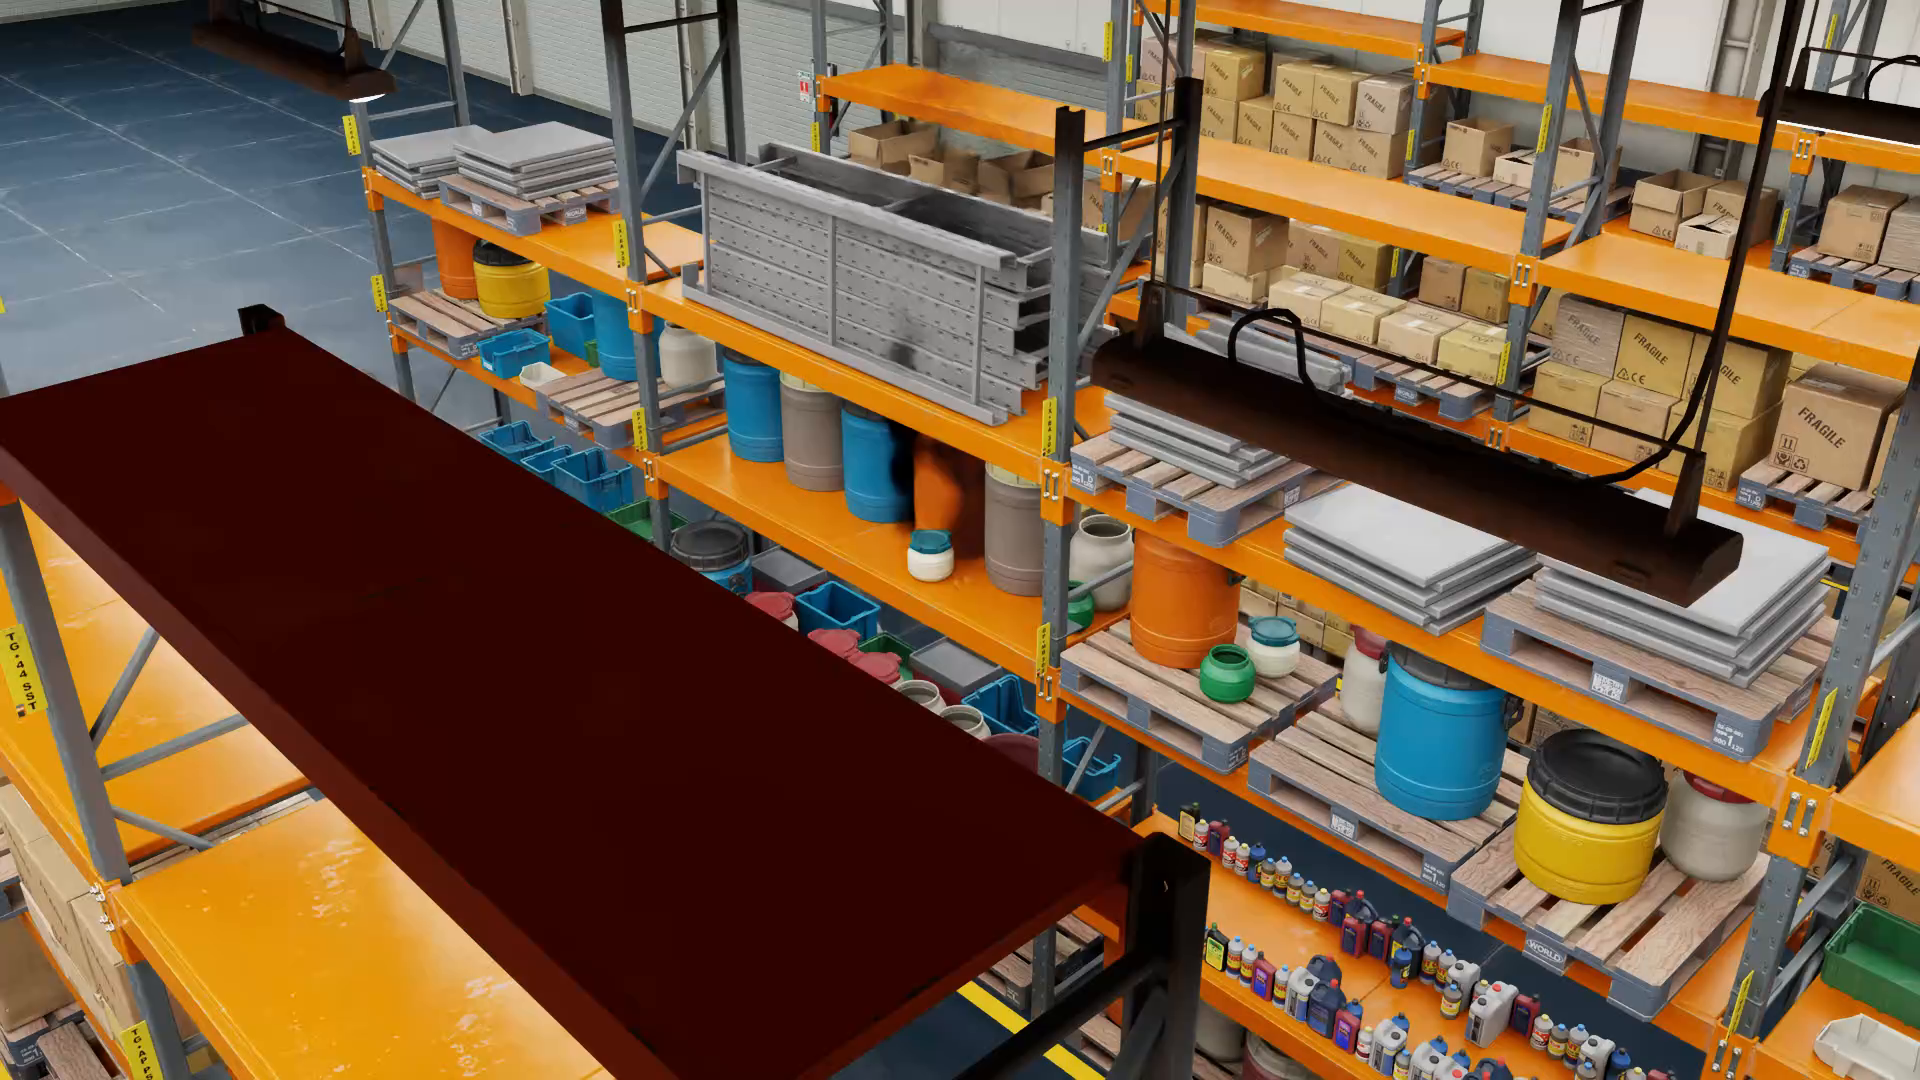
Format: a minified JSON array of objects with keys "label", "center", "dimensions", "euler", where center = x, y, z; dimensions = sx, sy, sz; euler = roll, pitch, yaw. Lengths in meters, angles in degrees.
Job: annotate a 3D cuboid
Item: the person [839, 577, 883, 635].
[{"label":"person","center":[-0.904,0.241,14.627],"dimensions":[0.617,1.704,0.906],"euler":[-24,36,-37]}]
